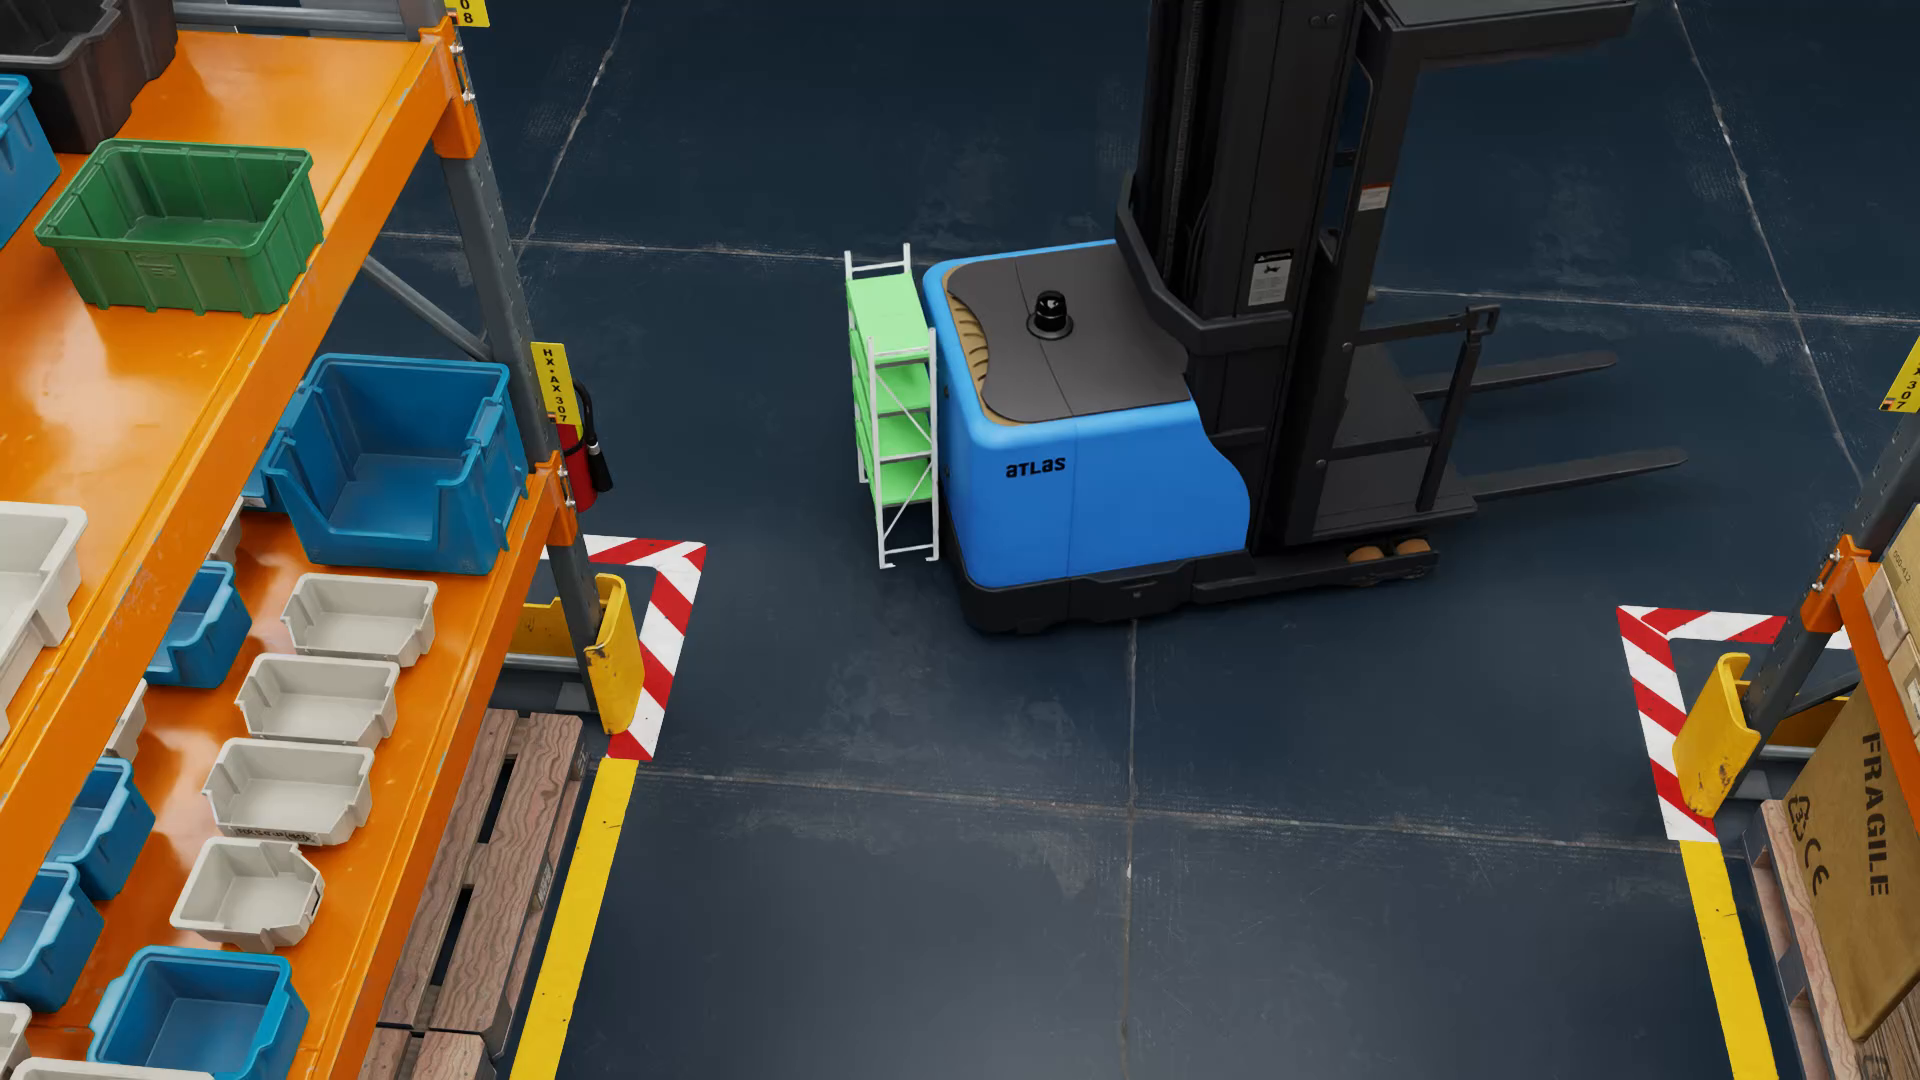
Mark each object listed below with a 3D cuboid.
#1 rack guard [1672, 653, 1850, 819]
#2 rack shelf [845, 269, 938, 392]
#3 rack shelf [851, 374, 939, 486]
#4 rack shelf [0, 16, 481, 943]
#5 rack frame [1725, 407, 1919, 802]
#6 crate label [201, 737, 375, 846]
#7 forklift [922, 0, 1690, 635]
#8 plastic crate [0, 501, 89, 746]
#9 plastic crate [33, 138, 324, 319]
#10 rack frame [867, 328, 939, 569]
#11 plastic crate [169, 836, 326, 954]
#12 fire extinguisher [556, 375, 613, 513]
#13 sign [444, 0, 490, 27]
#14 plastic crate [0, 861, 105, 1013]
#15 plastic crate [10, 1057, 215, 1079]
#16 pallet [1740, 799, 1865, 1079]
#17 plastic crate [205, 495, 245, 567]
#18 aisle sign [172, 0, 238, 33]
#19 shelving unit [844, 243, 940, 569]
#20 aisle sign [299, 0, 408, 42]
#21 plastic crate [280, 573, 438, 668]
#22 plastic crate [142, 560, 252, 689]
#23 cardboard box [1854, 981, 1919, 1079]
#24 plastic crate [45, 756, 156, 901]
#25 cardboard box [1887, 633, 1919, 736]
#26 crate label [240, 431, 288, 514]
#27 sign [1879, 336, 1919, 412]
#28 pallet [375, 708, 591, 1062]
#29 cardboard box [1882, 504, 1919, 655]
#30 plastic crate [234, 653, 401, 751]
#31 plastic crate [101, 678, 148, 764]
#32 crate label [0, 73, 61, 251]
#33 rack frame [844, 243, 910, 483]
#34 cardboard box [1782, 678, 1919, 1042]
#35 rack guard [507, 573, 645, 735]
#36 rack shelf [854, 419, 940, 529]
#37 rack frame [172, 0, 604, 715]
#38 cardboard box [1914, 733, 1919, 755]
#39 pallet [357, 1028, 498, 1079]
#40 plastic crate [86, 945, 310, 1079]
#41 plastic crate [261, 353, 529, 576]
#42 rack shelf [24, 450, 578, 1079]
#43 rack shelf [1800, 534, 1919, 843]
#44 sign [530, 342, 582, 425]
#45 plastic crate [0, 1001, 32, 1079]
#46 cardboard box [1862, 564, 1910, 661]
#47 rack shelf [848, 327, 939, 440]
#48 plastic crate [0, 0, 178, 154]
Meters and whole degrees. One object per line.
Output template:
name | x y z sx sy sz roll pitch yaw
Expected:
rack guard | 3.163 0.718 5.755 1.175 0.500 0.348 4 48 4
rack shelf | -0.254 -0.770 6.077 0.258 0.148 0.480 -9 48 -8
rack shelf | -0.254 -0.446 6.431 0.258 0.148 0.480 -9 48 -8
rack shelf | -1.954 0.259 2.935 1.077 0.370 4.000 4 48 4
rack frame | 3.160 -0.108 4.816 1.000 3.000 0.127 4 48 4
crate label | -1.708 0.657 4.254 0.396 0.136 0.243 4 48 4
forklift | 1.415 -1.182 5.844 3.031 2.935 1.130 -9 48 -8
plastic crate | -1.713 0.170 2.707 0.437 0.136 0.530 4 48 4
plastic crate | -1.578 -0.638 3.412 0.450 0.188 0.336 4 48 4
rack frame | -0.204 -0.313 6.223 0.240 1.200 0.015 -9 48 -8
plastic crate | -1.716 0.876 4.054 0.298 0.136 0.250 4 48 4
fire extinguisher | -1.306 -0.370 5.361 0.296 0.674 0.183 4 48 4
sign | -1.223 -1.393 4.030 0.100 0.325 0.005 4 48 4
plastic crate | -2.270 0.942 3.928 0.416 0.233 0.300 4 48 4
plastic crate | -1.814 1.408 3.469 0.437 0.282 0.530 4 48 4
pallet | 3.165 1.426 5.303 1.003 0.211 1.213 4 48 4
plastic crate | -2.234 0.017 4.840 0.250 0.136 0.298 4 48 4
aisle sign | -2.061 -1.392 4.228 0.394 0.787 0.004 4 48 4
shelving unit | -0.254 -0.489 6.384 0.258 1.200 0.503 -9 48 -8
aisle sign | -1.474 -1.352 4.192 0.394 0.787 0.004 4 48 4
plastic crate | -1.666 0.239 4.637 0.396 0.136 0.243 4 48 4
plastic crate | -2.182 0.238 4.573 0.416 0.233 0.300 4 48 4
cardboard box | 3.099 1.611 4.399 0.875 0.875 0.875 4 48 4
plastic crate | -2.242 0.722 4.130 0.416 0.233 0.300 4 48 4
cardboard box | 2.777 0.404 4.518 0.380 0.149 0.250 3 48 3
crate label | -2.122 -0.246 5.015 0.416 0.233 0.303 4 48 4
sign | 2.608 -0.469 4.506 0.100 0.325 0.005 4 48 4
pallet | -1.886 1.103 5.598 1.003 0.211 1.213 4 48 4
cardboard box | 2.848 0.176 4.456 0.500 0.250 0.500 3 48 2
plastic crate | -1.707 0.451 4.443 0.396 0.136 0.243 4 48 4
plastic crate | -2.296 0.515 4.384 0.250 0.136 0.298 4 48 4
crate label | -2.178 -0.747 3.469 0.408 0.251 0.502 4 48 4
rack frame | -0.304 -0.665 6.545 0.240 1.200 0.015 -9 48 -8
cardboard box | 3.182 0.943 5.010 0.875 0.875 0.875 4 48 4
rack guard | -1.783 0.384 6.060 1.175 0.500 0.348 4 48 4
rack shelf | -0.253 -0.284 6.608 0.258 0.148 0.480 -9 48 -8
rack frame | -1.772 -0.441 5.121 1.000 3.000 0.127 4 48 4
cardboard box | 2.754 0.592 4.346 0.380 0.149 0.250 3 48 3
pallet | -2.000 1.997 4.780 1.003 0.211 1.213 4 48 4
plastic crate | -1.704 1.121 3.765 0.416 0.233 0.300 4 48 4
plastic crate | -1.616 -0.215 4.849 0.616 0.435 0.499 4 48 4
rack shelf | -1.954 1.271 4.042 1.077 0.370 4.000 4 48 4
rack shelf | 2.978 1.604 3.738 1.077 0.370 4.000 4 48 4
sign | -1.223 -0.471 5.038 0.100 0.325 0.005 4 48 4
plastic crate | -2.277 1.267 3.697 0.293 0.136 0.466 4 48 4
cardboard box | 2.799 0.215 4.691 0.380 0.149 0.250 4 48 4
rack shelf | -0.254 -0.608 6.254 0.258 0.148 0.480 -9 48 -8
plastic crate | -2.085 -1.146 3.821 0.497 0.269 0.590 4 48 4
